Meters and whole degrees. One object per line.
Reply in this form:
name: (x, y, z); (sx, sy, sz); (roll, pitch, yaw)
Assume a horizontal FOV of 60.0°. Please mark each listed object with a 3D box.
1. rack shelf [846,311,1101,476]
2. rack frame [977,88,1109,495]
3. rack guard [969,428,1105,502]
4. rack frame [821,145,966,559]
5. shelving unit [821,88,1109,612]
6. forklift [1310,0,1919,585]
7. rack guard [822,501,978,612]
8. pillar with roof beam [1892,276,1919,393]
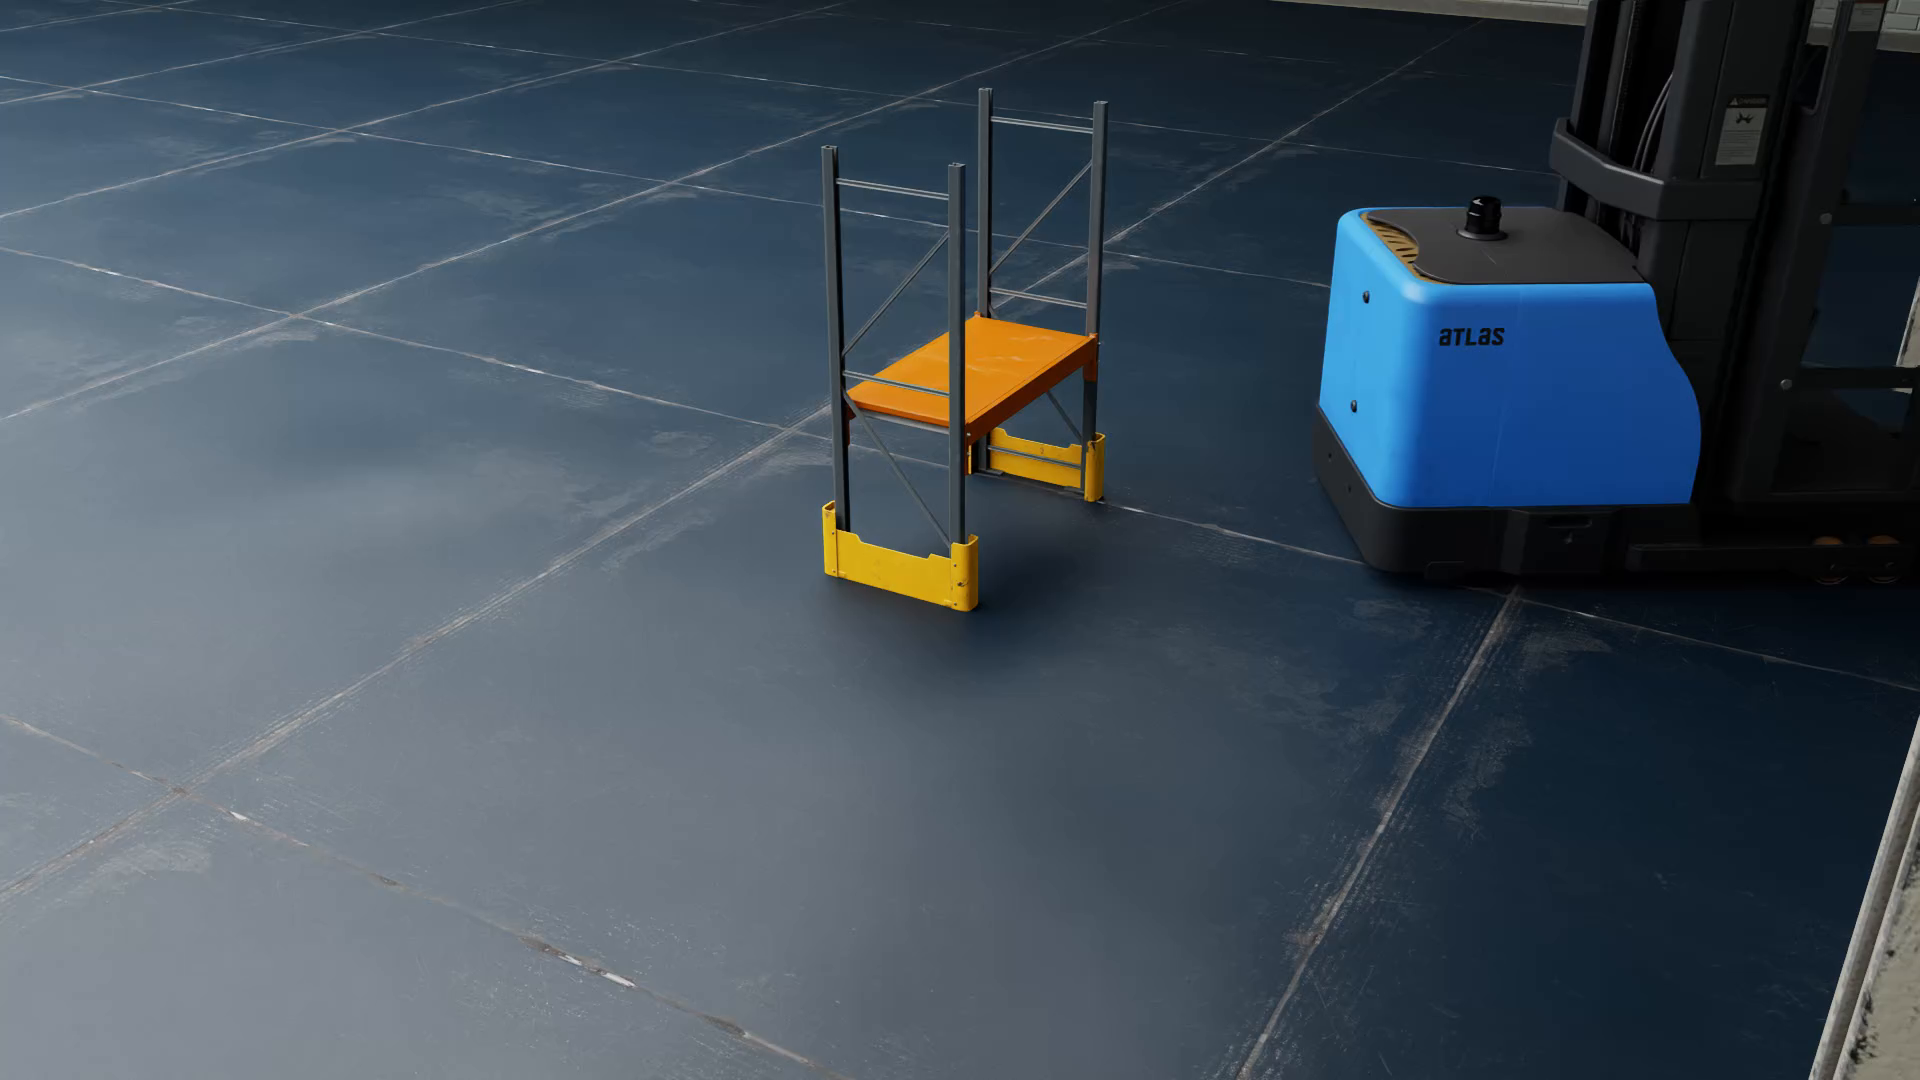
rack shelf: (0.042, -0.543, 5.901); (0.538, 0.185, 1.000); (14, 30, 26)
rack frame: (0.292, -0.902, 6.217); (0.500, 1.500, 0.032); (14, 30, 26)
rack guard: (0.282, -0.336, 6.481); (0.587, 0.250, 0.087); (14, 30, 26)
rack frame: (-0.208, -0.506, 5.425); (0.500, 1.500, 0.032); (14, 30, 26)
shelving unit: (0.038, -0.700, 5.814); (0.587, 1.500, 1.083); (14, 30, 26)
forklift: (2.908, -1.392, 5.596); (3.031, 2.935, 1.130); (-1, 27, -2)
rack guard: (-0.207, 0.053, 5.706); (0.587, 0.250, 0.087); (14, 30, 26)
pillar with roof beam: (0.645, -5.684, 7.393); (9.100, 9.000, 0.400); (14, 30, 26)
